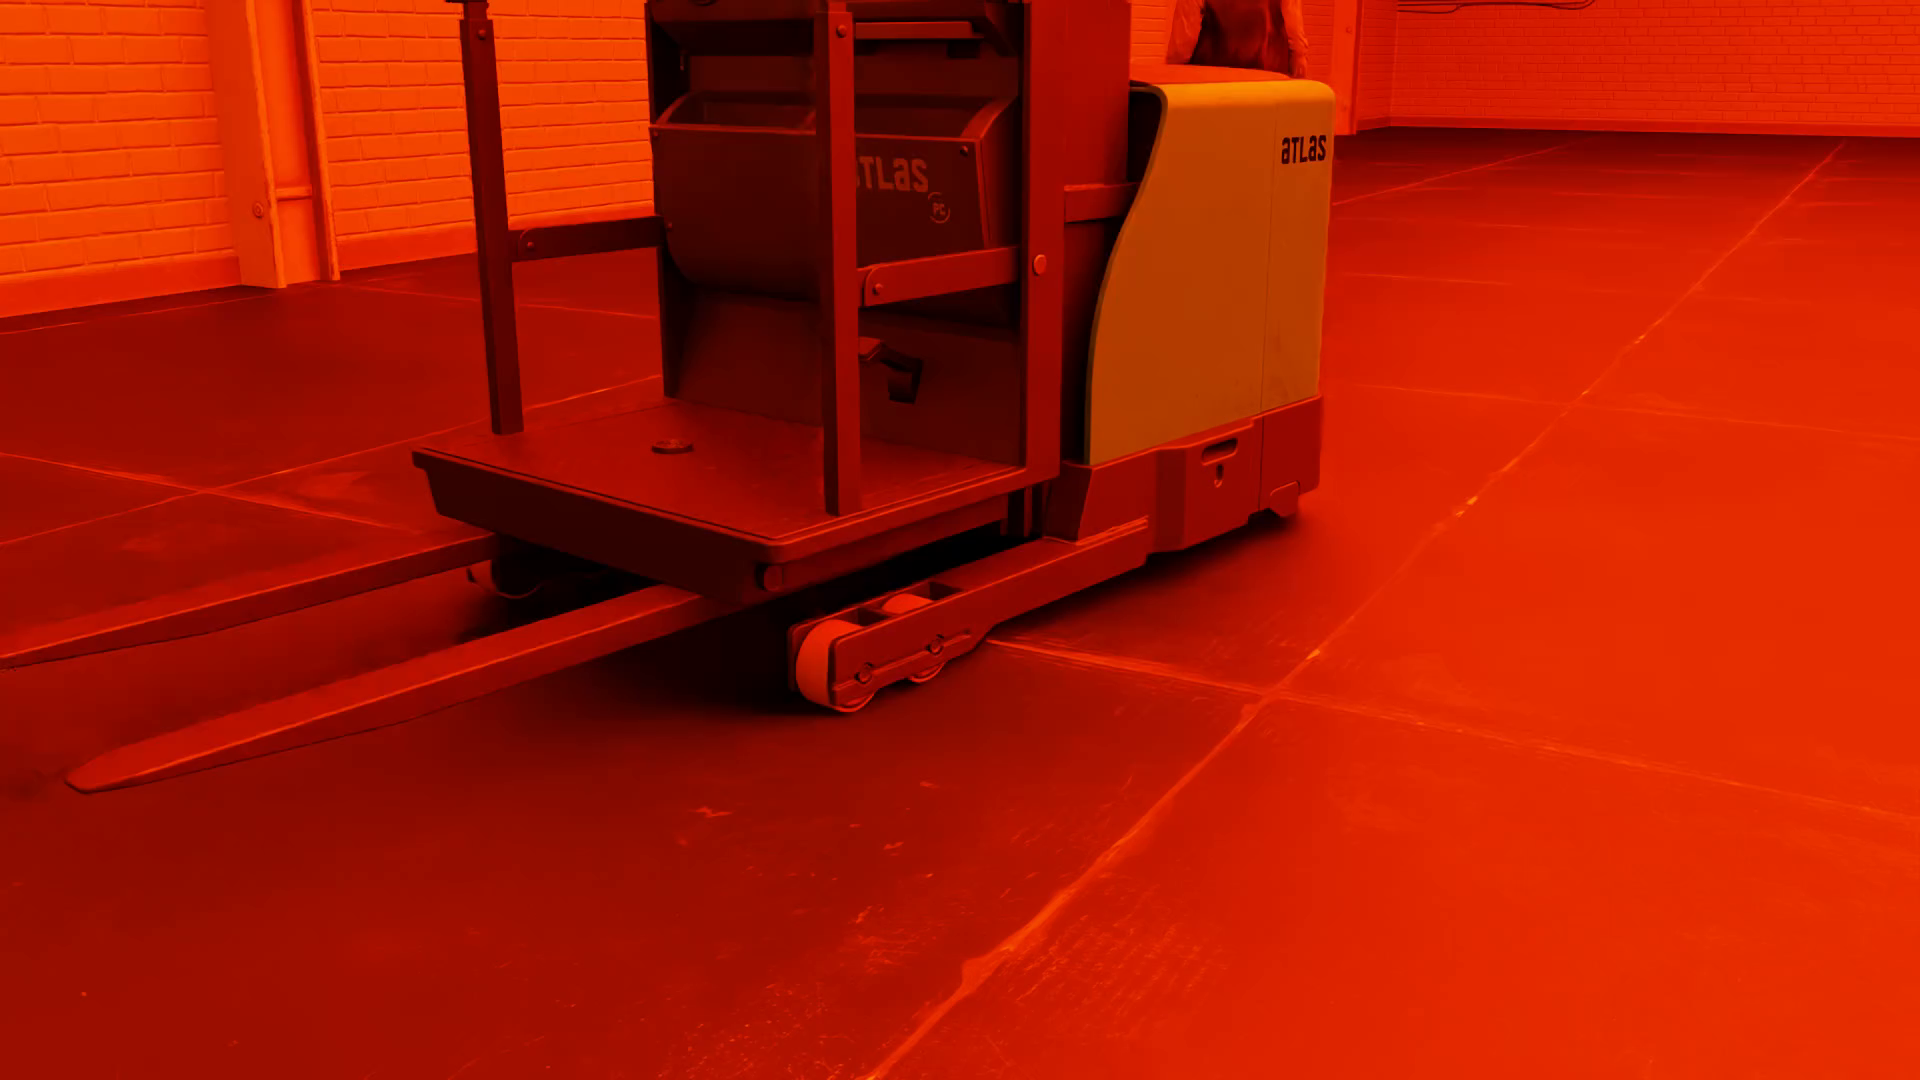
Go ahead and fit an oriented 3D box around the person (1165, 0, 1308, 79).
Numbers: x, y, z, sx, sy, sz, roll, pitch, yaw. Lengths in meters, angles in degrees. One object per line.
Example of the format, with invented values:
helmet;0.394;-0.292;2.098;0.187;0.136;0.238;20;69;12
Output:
person;1.181;-1.849;7.250;0.633;1.717;0.579;0;16;-2

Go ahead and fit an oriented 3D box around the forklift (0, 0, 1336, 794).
forklift;-0.413;-1.255;3.114;1.130;2.935;3.031;13;21;38
